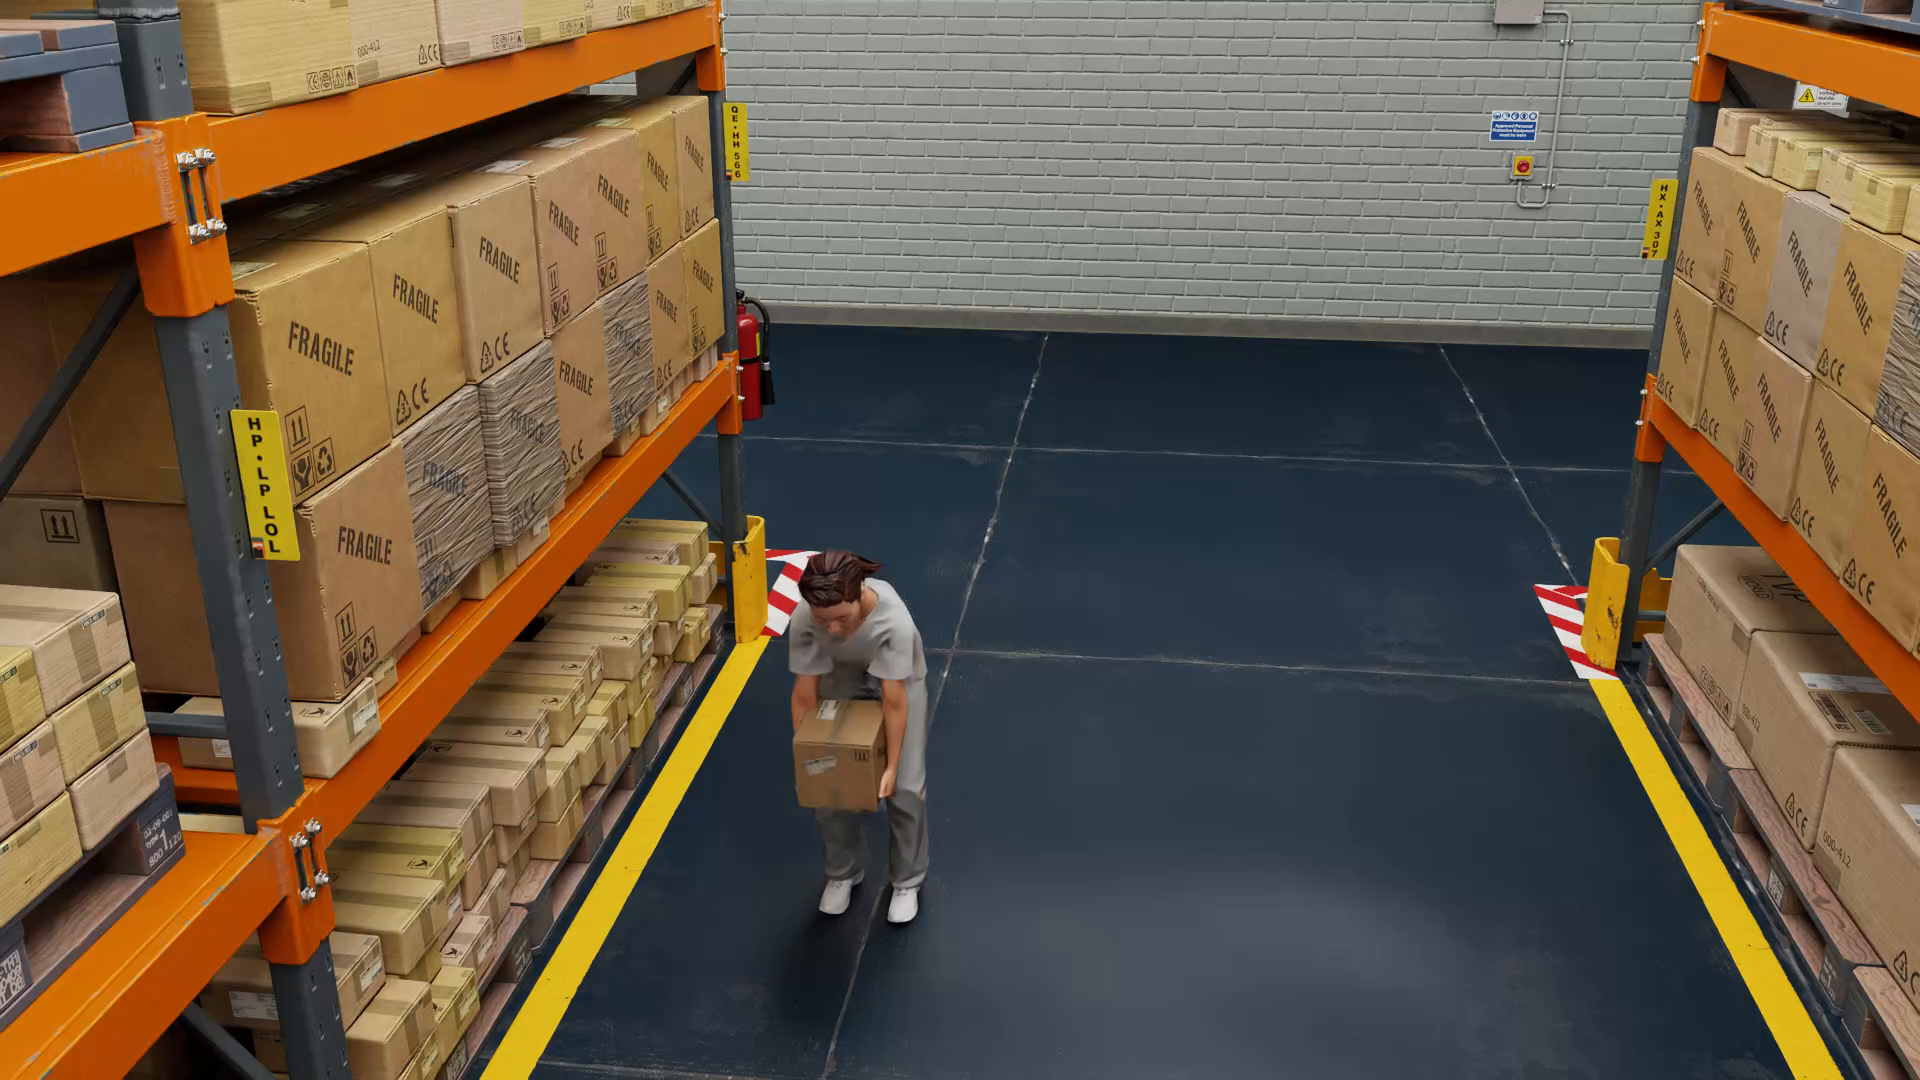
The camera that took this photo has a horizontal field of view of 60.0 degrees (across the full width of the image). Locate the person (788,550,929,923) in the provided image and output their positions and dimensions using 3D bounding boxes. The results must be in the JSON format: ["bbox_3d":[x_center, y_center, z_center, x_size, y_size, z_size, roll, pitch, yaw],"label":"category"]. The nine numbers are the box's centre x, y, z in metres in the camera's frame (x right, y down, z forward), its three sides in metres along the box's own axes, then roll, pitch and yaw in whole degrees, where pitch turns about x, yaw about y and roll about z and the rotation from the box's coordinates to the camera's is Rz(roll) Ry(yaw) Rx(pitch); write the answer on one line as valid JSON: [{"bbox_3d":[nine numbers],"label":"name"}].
[{"bbox_3d":[-0.328,0.620,5.312,0.408,1.449,0.728,4,22,11],"label":"person"}]
